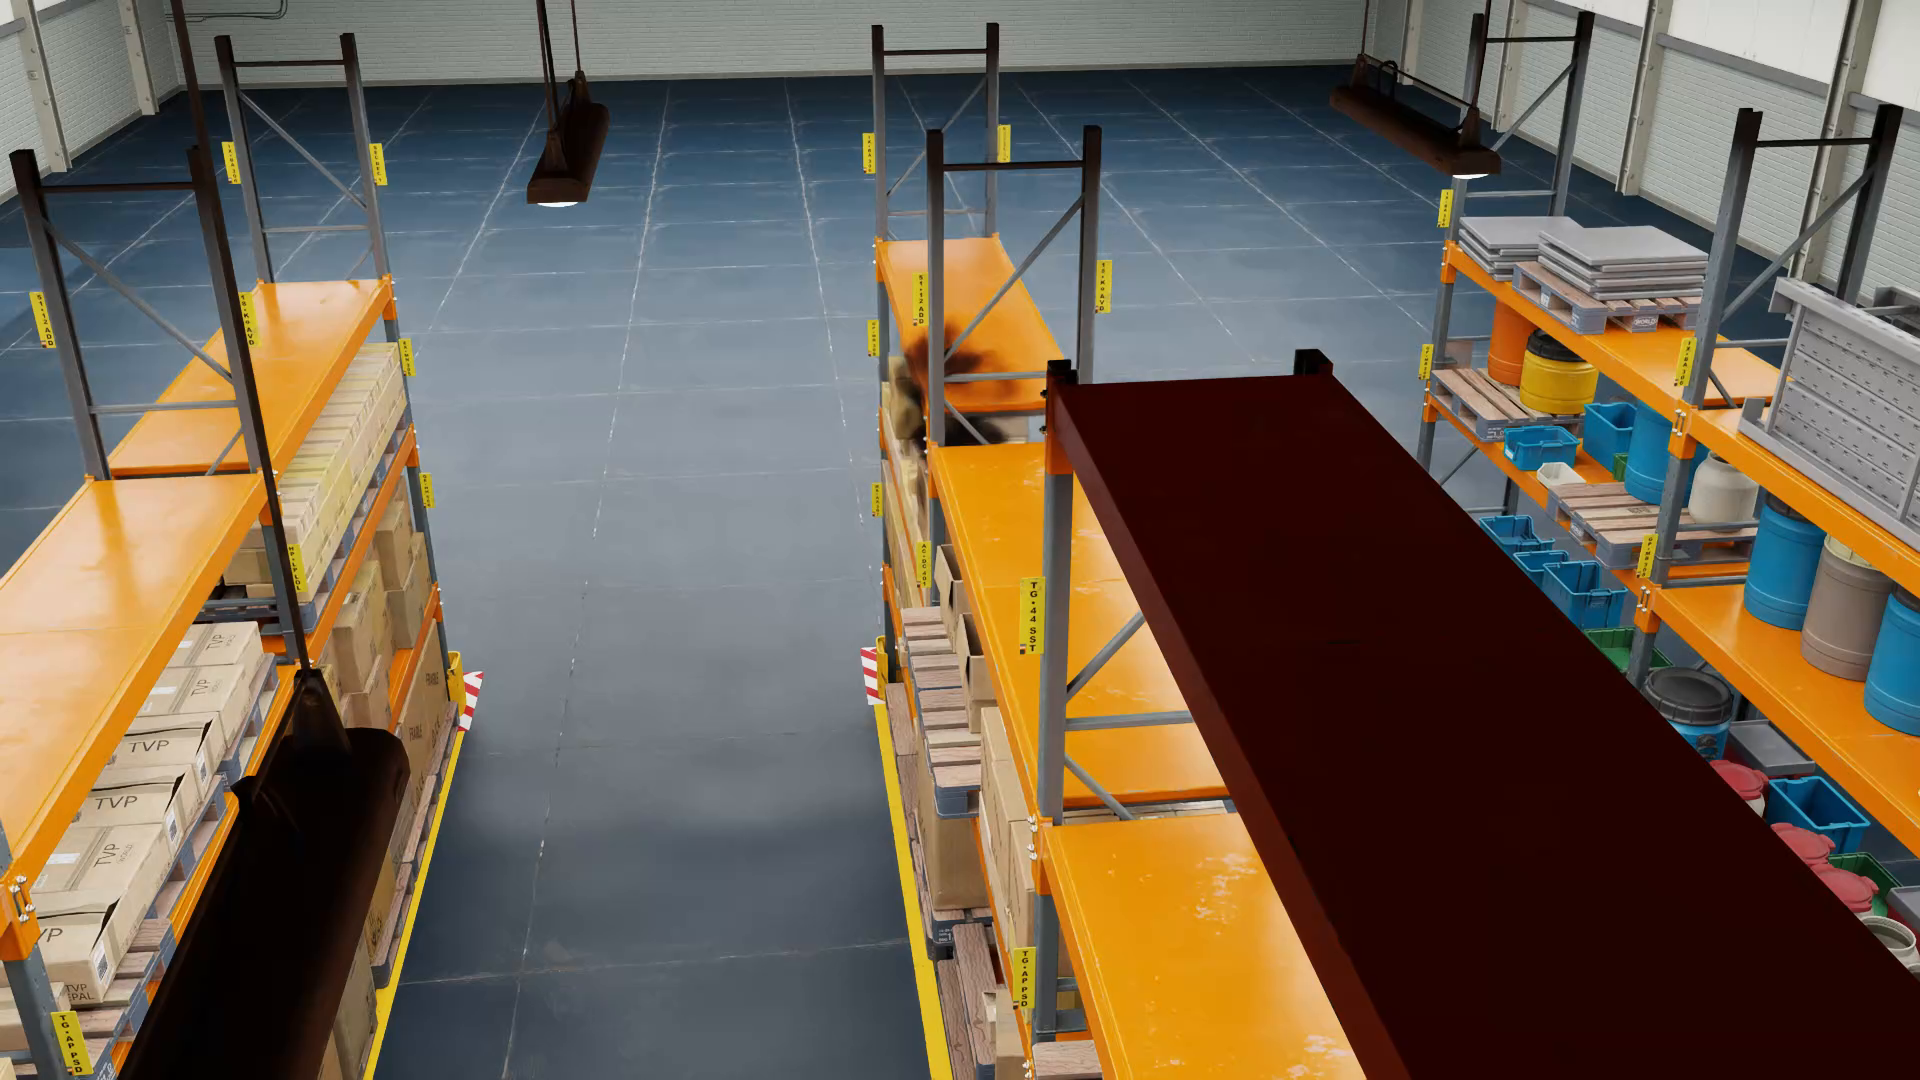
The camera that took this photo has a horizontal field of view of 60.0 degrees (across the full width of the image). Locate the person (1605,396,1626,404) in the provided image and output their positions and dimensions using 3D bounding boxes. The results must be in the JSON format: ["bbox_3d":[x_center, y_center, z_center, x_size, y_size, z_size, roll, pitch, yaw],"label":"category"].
[{"bbox_3d":[7.158,-0.815,18.366,0.511,1.624,0.576,11,28,22],"label":"person"}]
